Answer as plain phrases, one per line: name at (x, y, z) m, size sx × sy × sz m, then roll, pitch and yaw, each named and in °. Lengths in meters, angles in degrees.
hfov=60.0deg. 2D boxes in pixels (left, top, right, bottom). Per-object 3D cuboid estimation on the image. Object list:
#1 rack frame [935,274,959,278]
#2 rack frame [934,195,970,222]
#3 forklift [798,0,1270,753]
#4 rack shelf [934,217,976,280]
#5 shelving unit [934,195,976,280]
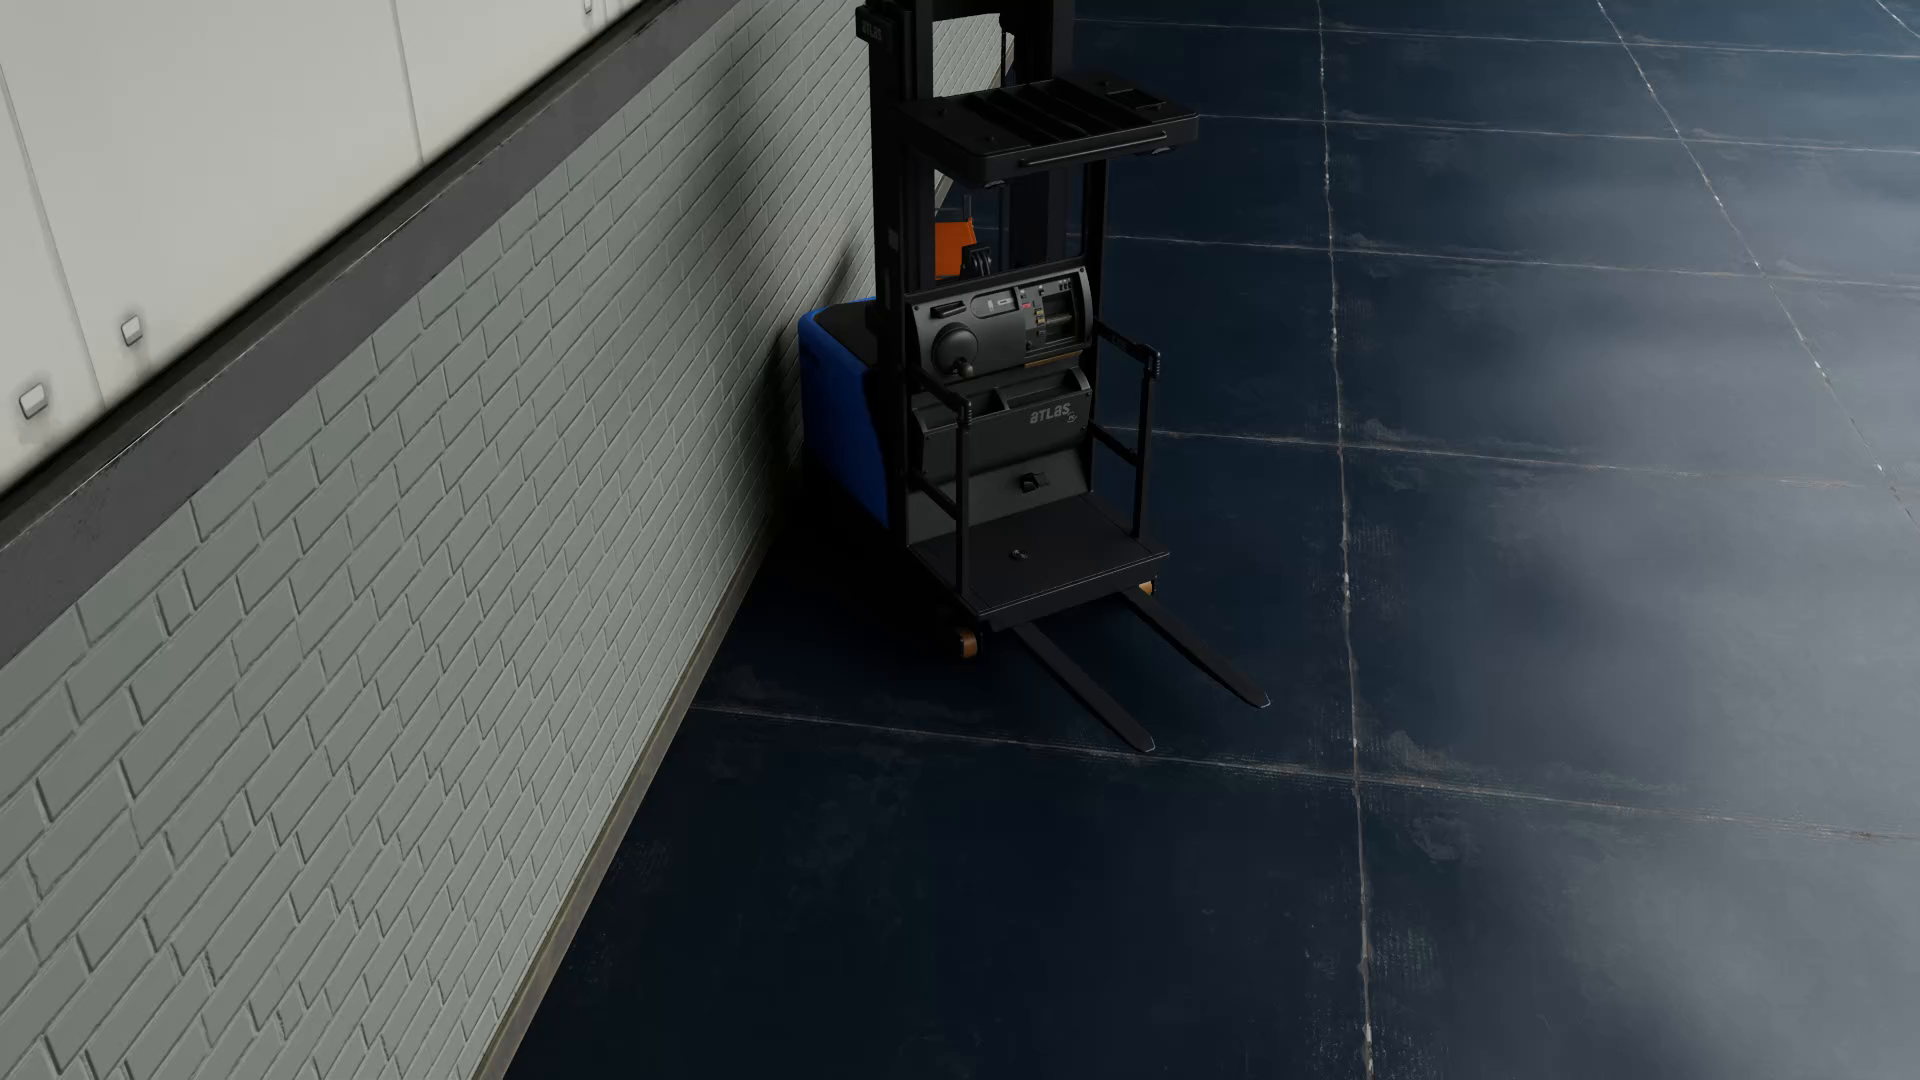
rack frame at (-0.095, -1.028, 9.332) m, size 0.500 × 1.125 × 0.032 m, roll -3°, pitch 32°, yaw -4°
rack frame at (-0.189, -1.565, 10.190) m, size 0.500 × 1.125 × 0.032 m, roll -3°, pitch 32°, yaw -4°
forklift at (0.308, -0.954, 7.512) m, size 1.130 × 2.935 × 3.031 m, roll -17°, pitch 36°, yaw -25°
rack shelf at (-0.142, -1.544, 9.605) m, size 0.538 × 0.278 × 1.000 m, roll -3°, pitch 32°, yaw -4°
shelving unit at (-0.142, -1.296, 9.761) m, size 0.538 × 1.125 × 1.048 m, roll -3°, pitch 32°, yaw -4°
